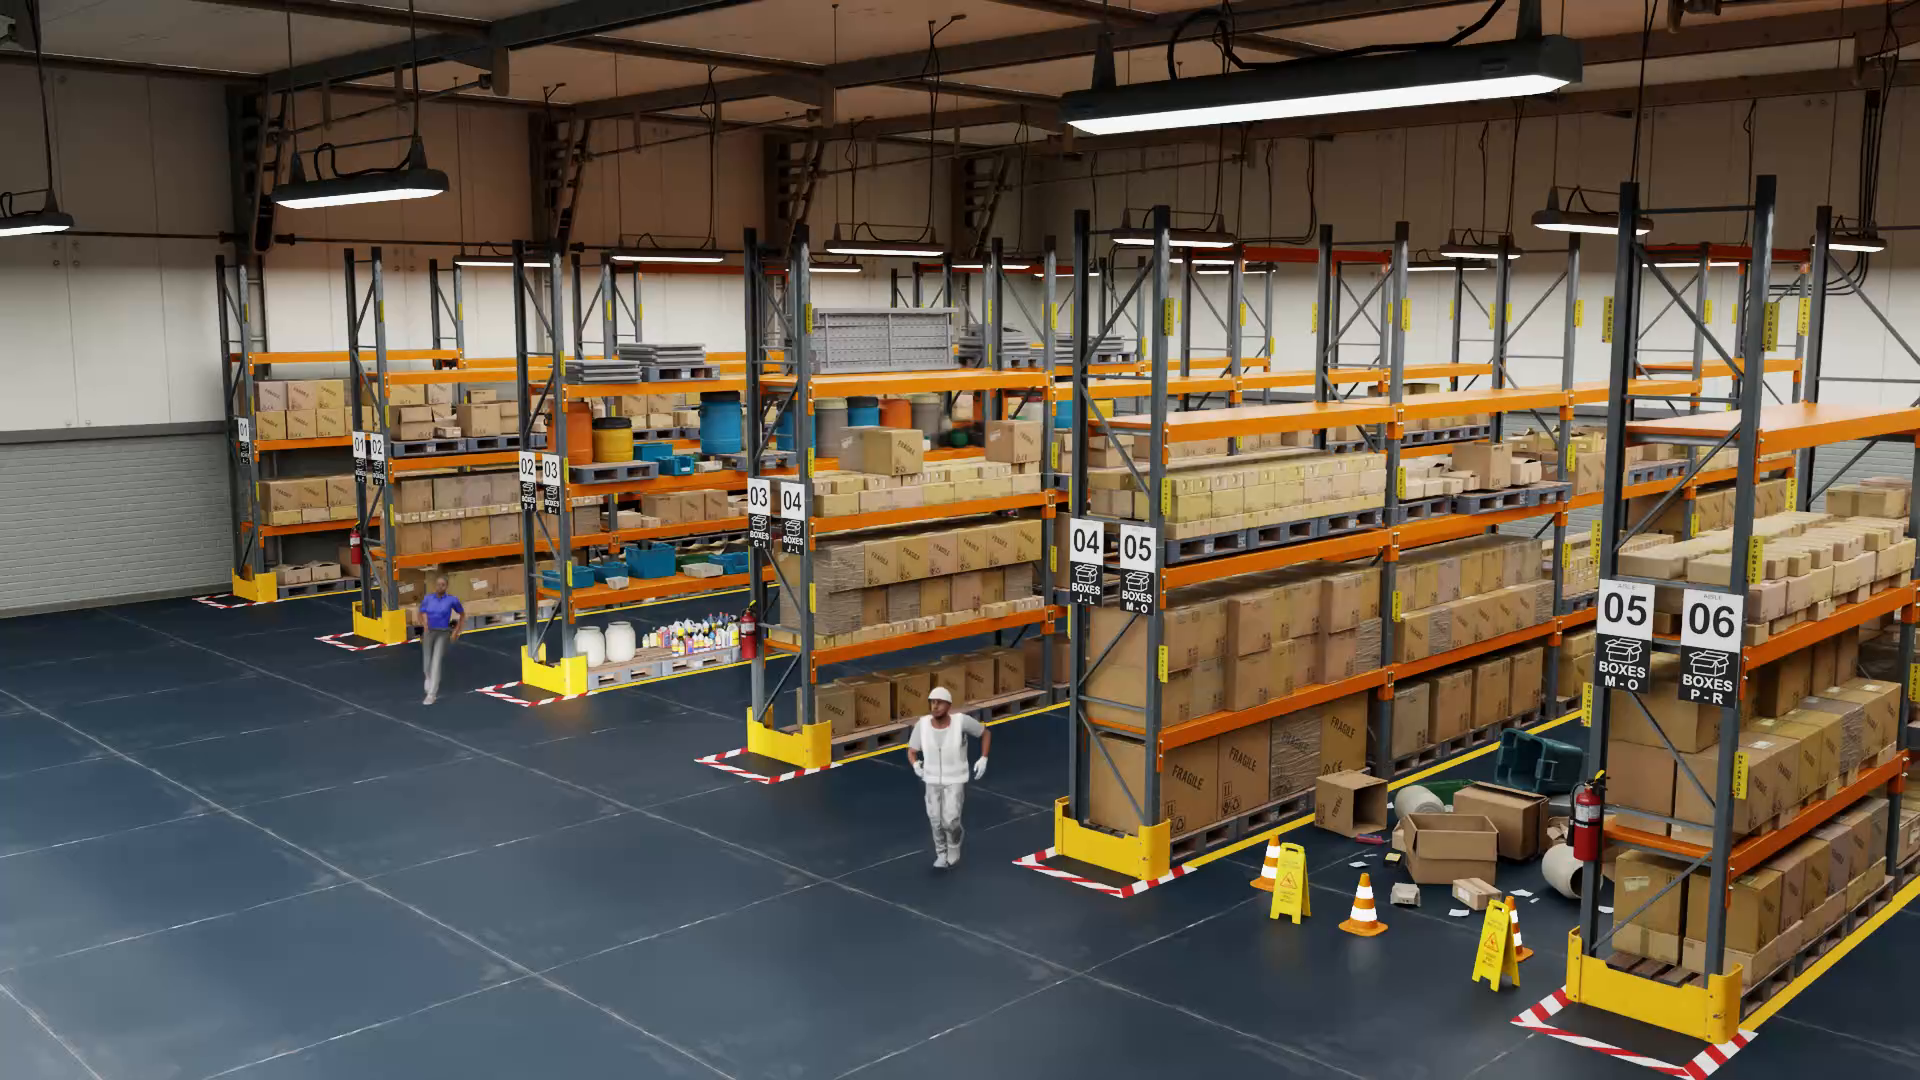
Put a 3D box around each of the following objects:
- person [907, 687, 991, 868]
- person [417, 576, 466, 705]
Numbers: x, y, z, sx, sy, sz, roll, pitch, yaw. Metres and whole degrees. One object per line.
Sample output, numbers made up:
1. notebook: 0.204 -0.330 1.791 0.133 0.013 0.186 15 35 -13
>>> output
1. person: -0.129 2.180 14.996 0.712 1.732 0.771 2 8 16
2. person: -6.811 1.274 21.822 0.628 1.637 0.795 -1 8 -4
